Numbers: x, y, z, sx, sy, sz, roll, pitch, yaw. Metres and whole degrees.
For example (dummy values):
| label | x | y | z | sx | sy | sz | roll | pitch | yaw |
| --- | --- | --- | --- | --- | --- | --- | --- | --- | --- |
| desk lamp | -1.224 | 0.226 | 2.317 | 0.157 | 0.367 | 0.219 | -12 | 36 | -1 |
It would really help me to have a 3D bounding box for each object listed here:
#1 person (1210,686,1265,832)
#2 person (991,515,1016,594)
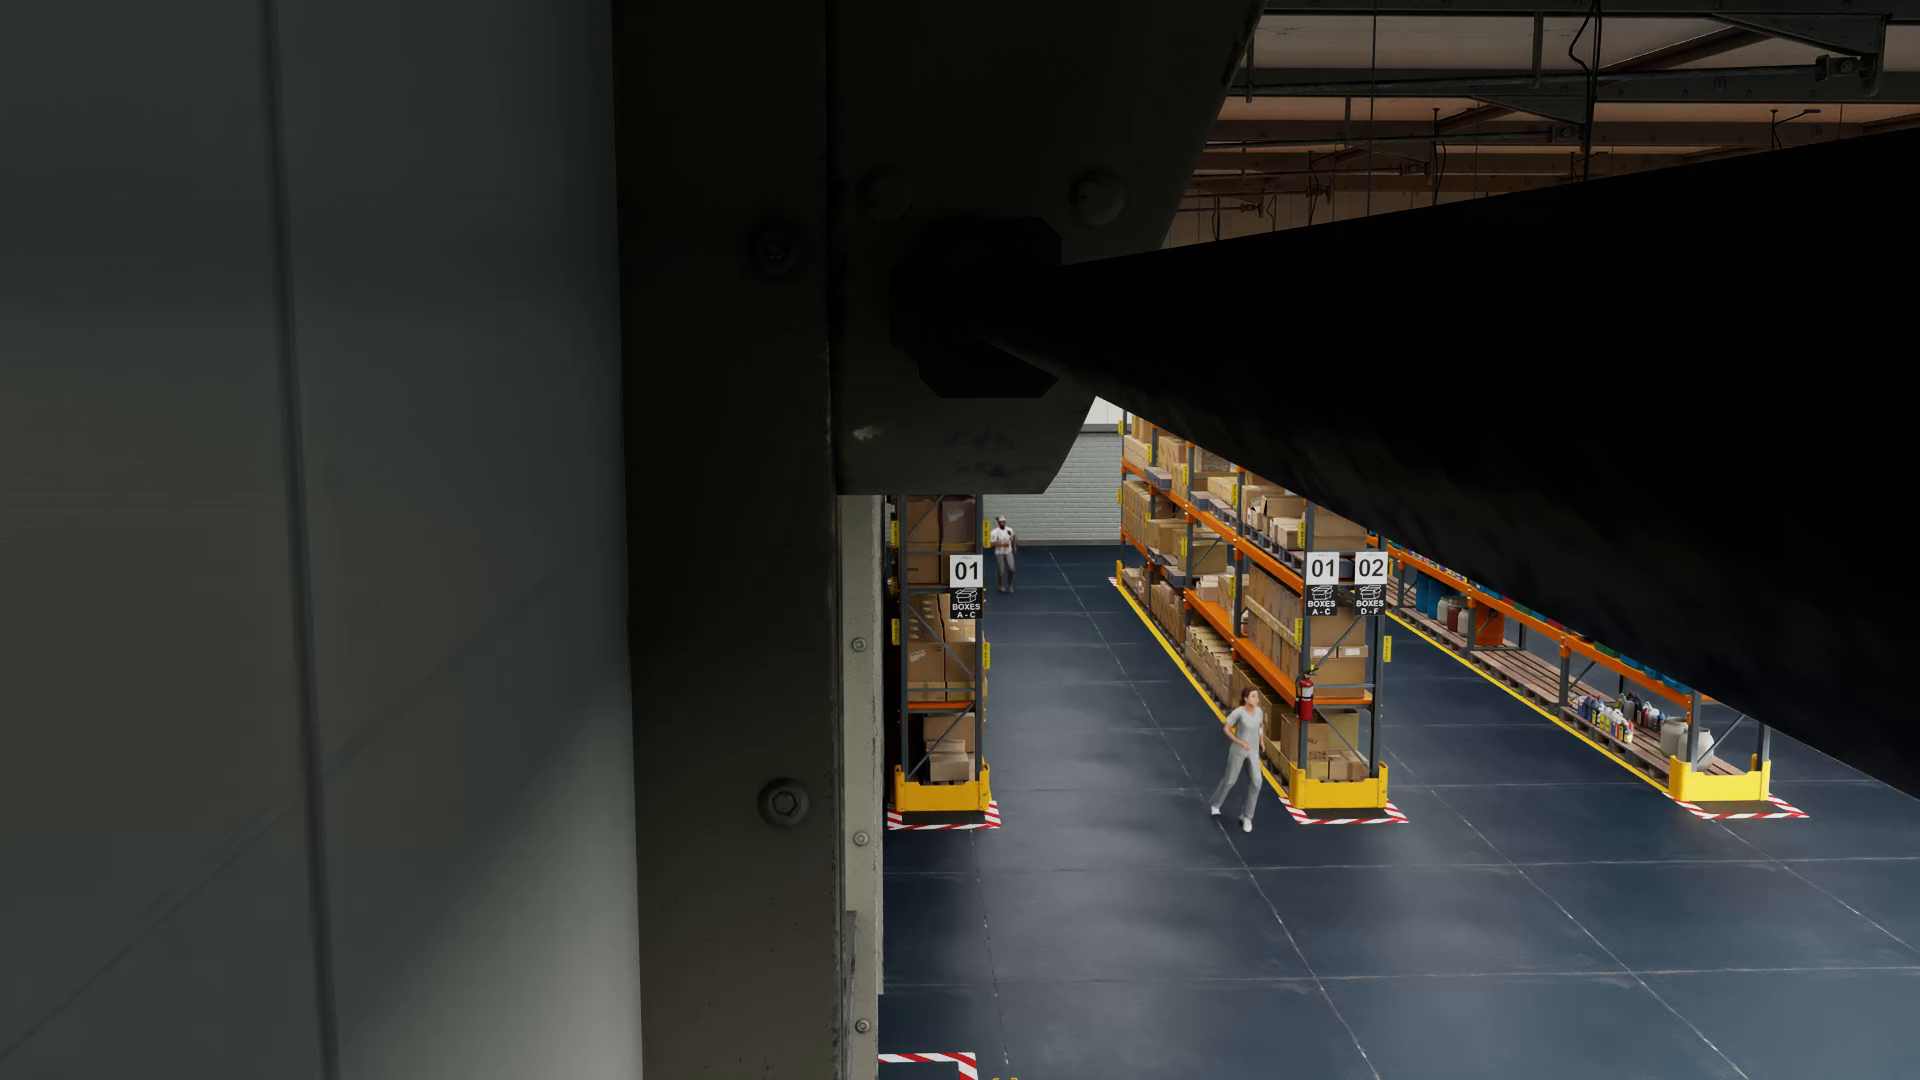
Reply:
| label | x | y | z | sx | sy | sz | roll | pitch | yaw |
| --- | --- | --- | --- | --- | --- | --- | --- | --- | --- |
| person | 3.426 | 2.585 | 20.000 | 0.655 | 1.689 | 0.775 | -3 | 9 | -20 |
| person | 0.944 | 0.297 | 35.344 | 0.574 | 1.689 | 0.656 | -1 | 9 | -9 |
